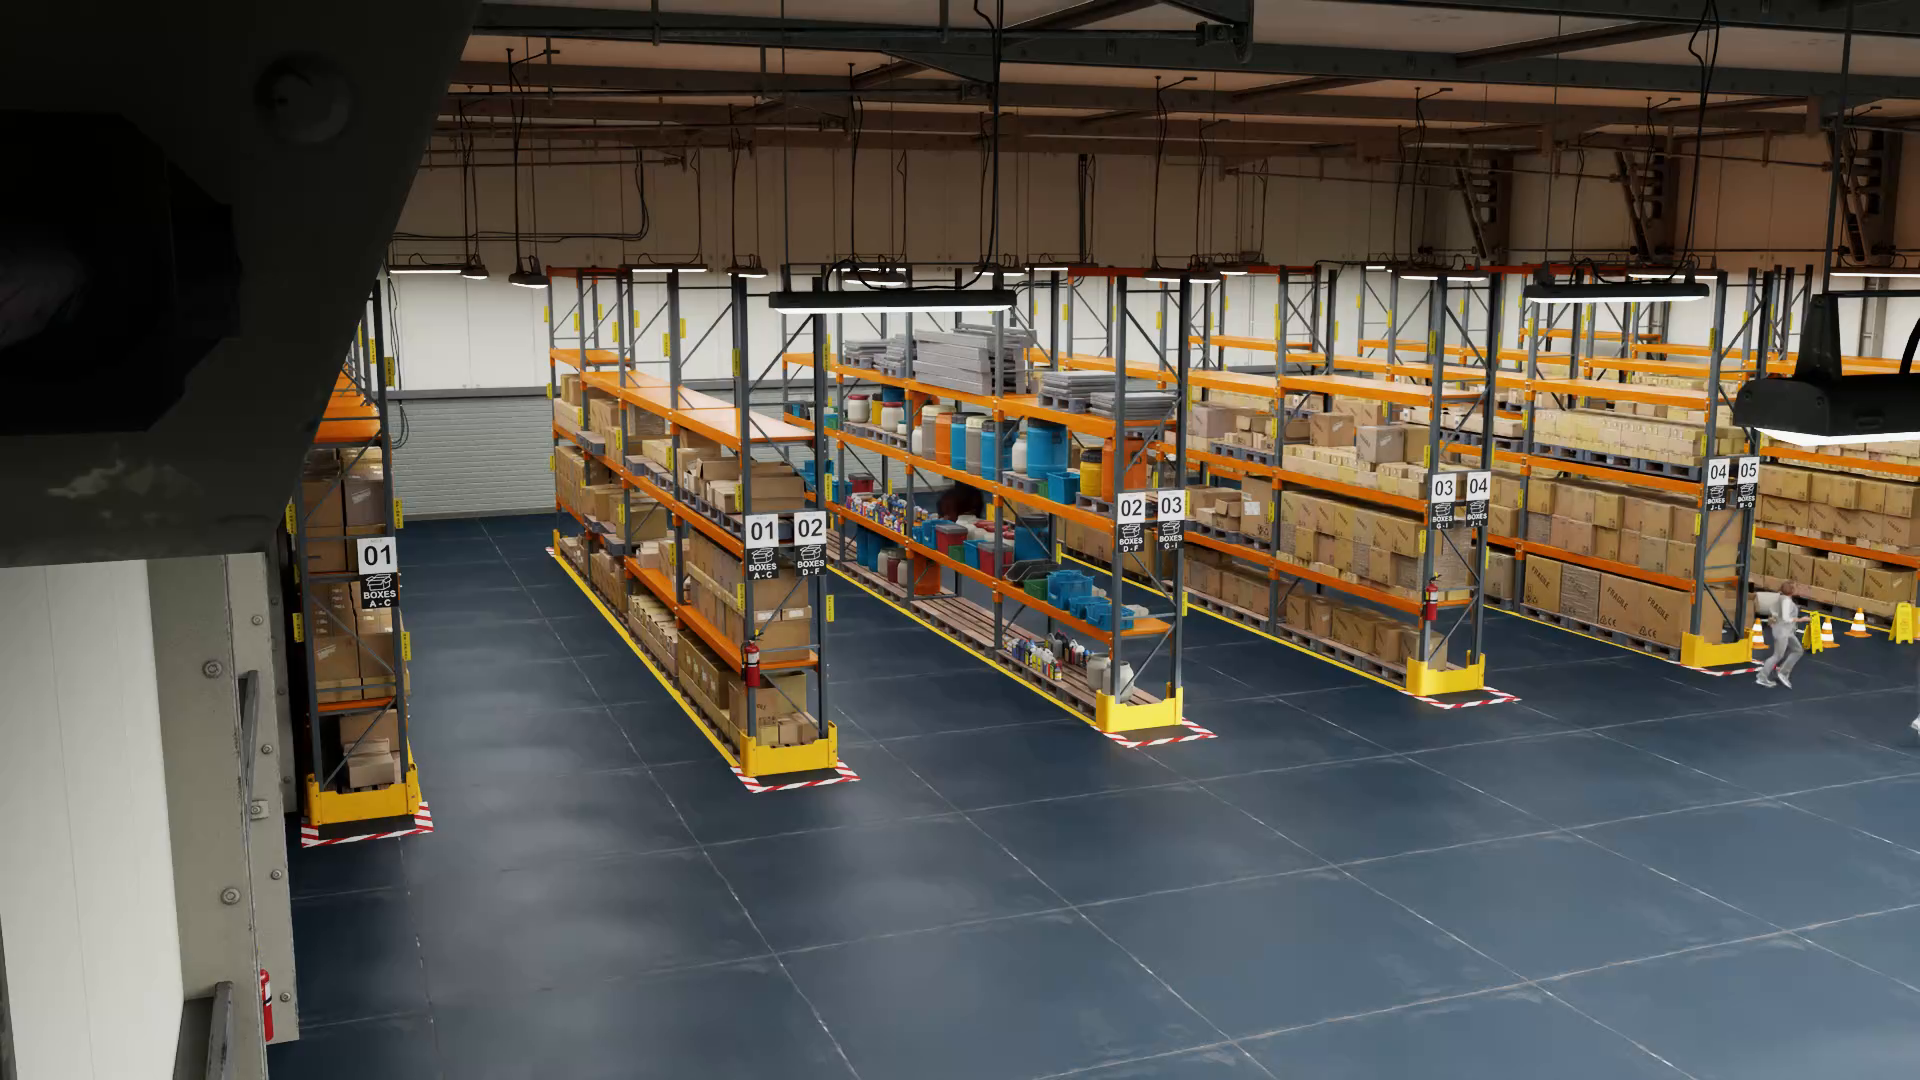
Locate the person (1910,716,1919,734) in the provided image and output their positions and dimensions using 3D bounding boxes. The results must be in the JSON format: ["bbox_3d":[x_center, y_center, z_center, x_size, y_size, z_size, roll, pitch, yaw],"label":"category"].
[{"bbox_3d":[12.738,1.776,21.206,0.979,1.807,0.651,3,10,18],"label":"person"}]

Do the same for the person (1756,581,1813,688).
[{"bbox_3d":[11.976,1.381,24.129,0.669,1.602,0.511,5,11,28],"label":"person"}]

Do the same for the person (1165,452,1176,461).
[{"bbox_3d":[5.125,-1.708,41.394,0.856,1.722,0.696,-1,10,-5],"label":"person"}]
